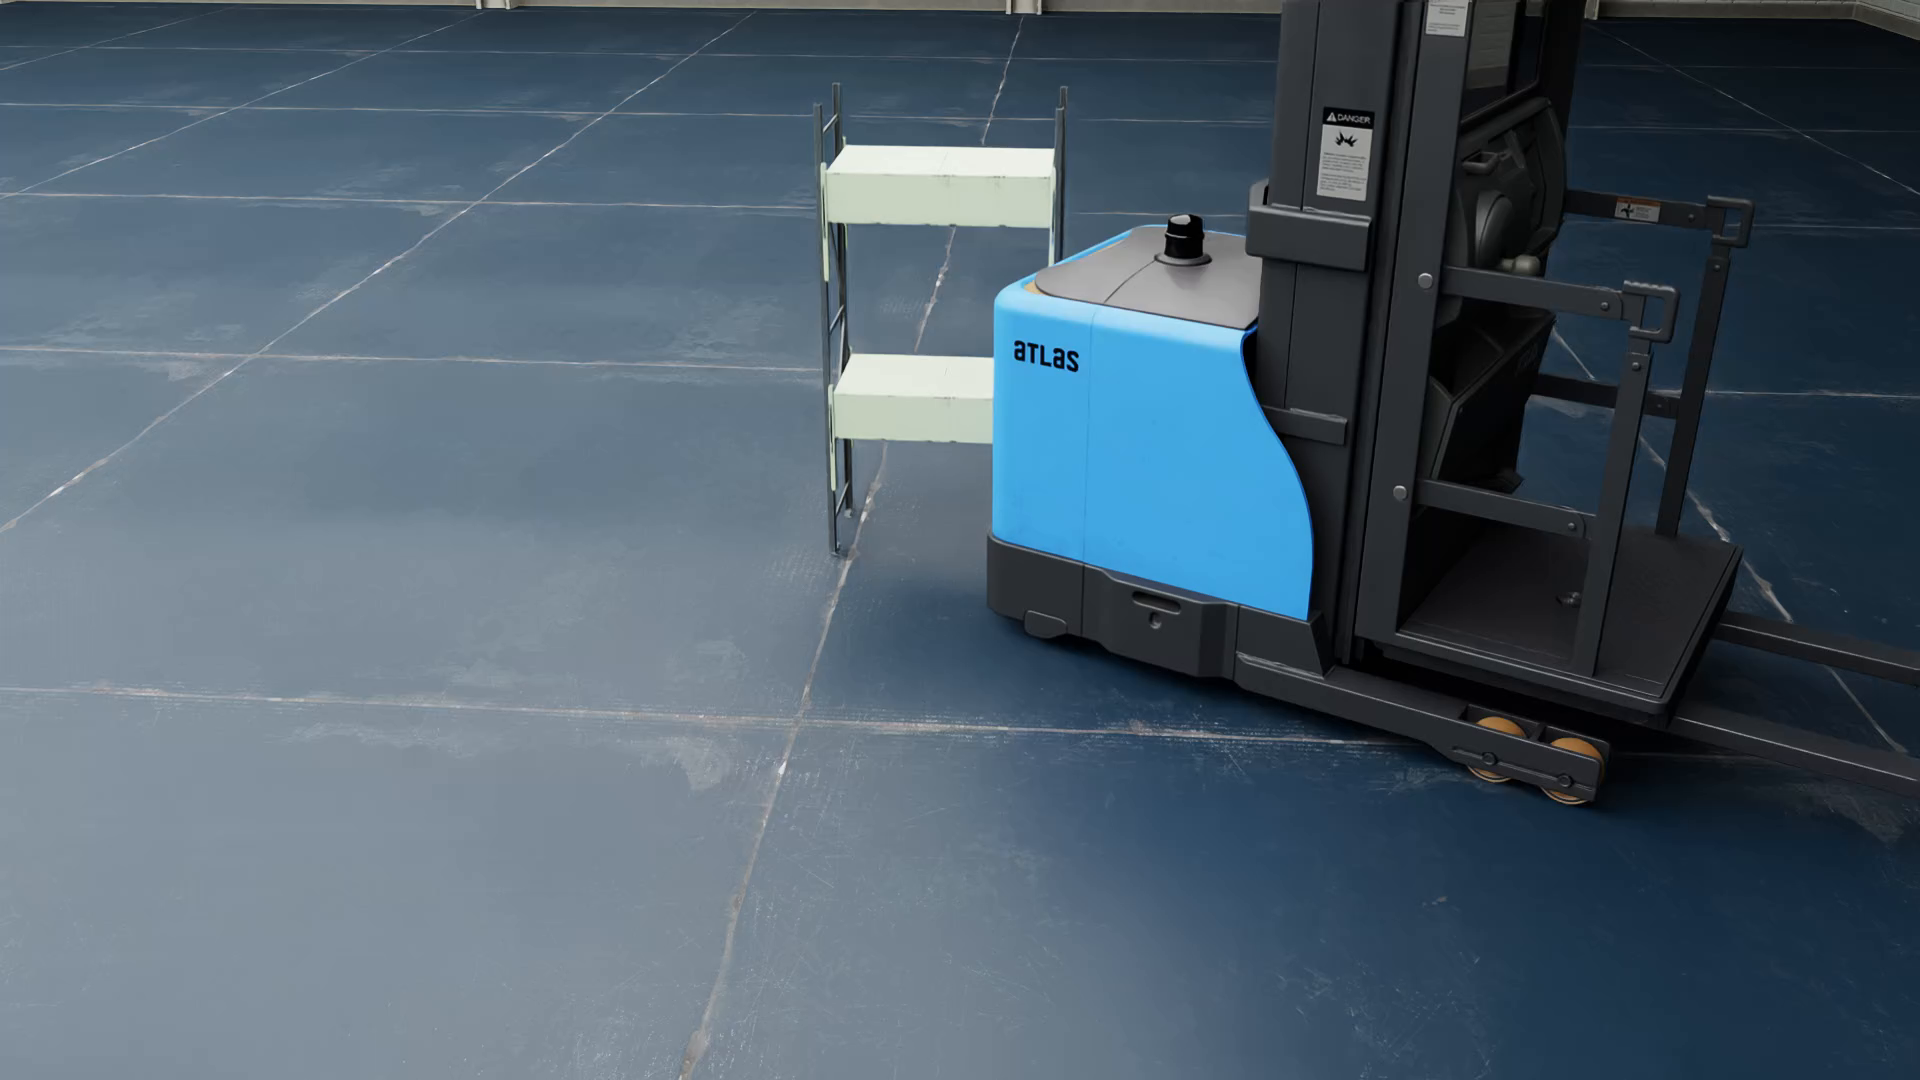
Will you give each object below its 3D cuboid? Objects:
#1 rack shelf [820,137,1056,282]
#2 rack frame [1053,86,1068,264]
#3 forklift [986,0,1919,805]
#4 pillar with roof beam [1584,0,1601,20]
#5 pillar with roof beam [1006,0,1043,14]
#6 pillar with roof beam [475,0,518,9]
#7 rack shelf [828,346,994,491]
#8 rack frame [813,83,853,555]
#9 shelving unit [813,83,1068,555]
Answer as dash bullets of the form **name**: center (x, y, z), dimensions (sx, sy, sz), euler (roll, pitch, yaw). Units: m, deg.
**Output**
- **rack shelf**: center (-0.050, -1.053, 5.311), dimensions (0.720, 0.370, 0.431), euler (2, 25, 5)
- **rack frame**: center (0.315, -0.685, 5.444), dimensions (0.023, 1.500, 0.400), euler (2, 25, 5)
- **forklift**: center (1.601, -0.906, 4.212), dimensions (3.031, 2.935, 1.130), euler (15, 29, 29)
- **pillar with roof beam**: center (6.371, -7.981, 12.329), dimensions (0.400, 9.000, 9.100), euler (2, 25, 4)
- **pillar with roof beam**: center (0.388, -8.173, 12.746), dimensions (0.400, 9.000, 9.100), euler (2, 25, 4)
- **pillar with roof beam**: center (-5.594, -8.365, 13.163), dimensions (0.400, 9.000, 9.100), euler (2, 25, 4)
- **rack shelf**: center (-0.050, -0.403, 5.611), dimensions (0.720, 0.370, 0.431), euler (2, 25, 5)
- **rack frame**: center (-0.414, -0.713, 5.505), dimensions (0.023, 1.500, 0.400), euler (2, 25, 5)
- **shelving unit**: center (-0.050, -0.699, 5.475), dimensions (0.755, 1.500, 0.431), euler (2, 25, 5)
